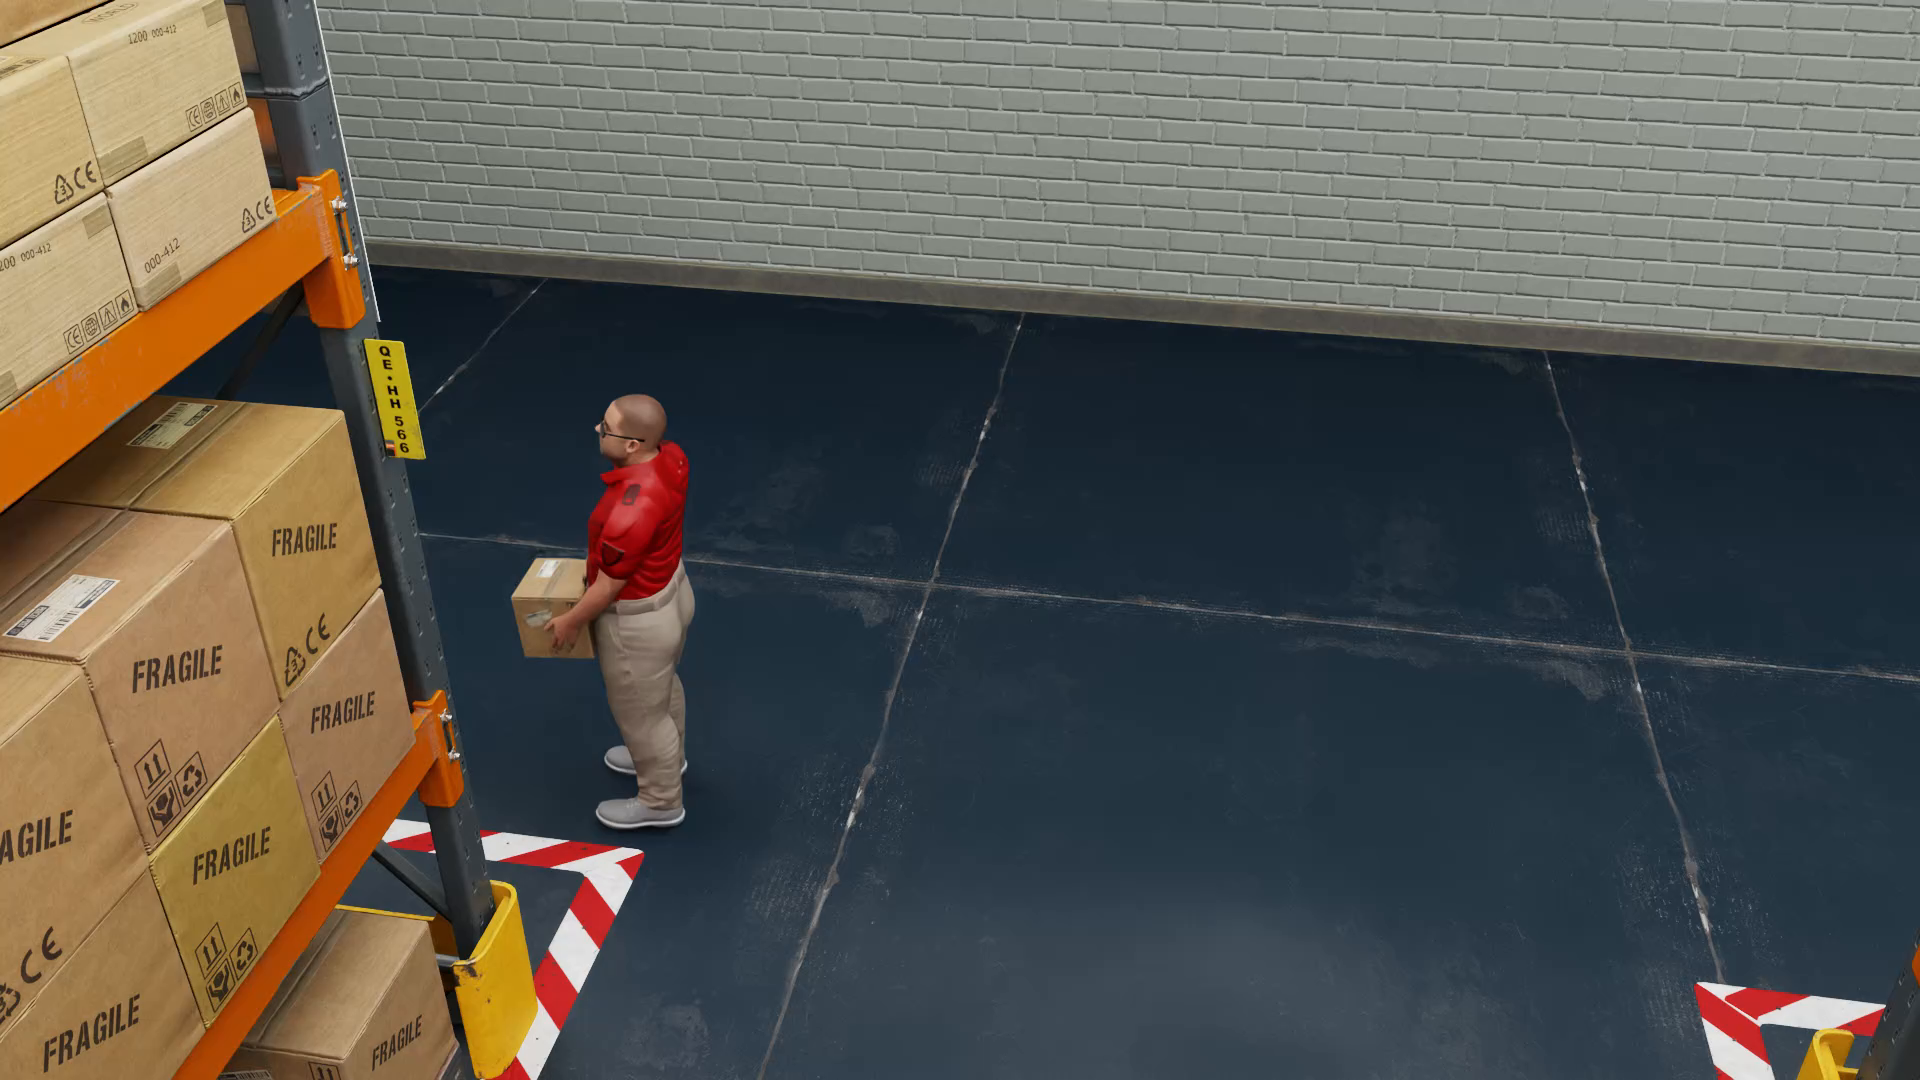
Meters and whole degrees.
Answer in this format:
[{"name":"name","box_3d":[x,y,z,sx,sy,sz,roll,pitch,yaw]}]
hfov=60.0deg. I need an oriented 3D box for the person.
[{"name":"person","box_3d":[-1.156,0.232,5.719,0.479,1.664,0.531,4,32,7]}]
